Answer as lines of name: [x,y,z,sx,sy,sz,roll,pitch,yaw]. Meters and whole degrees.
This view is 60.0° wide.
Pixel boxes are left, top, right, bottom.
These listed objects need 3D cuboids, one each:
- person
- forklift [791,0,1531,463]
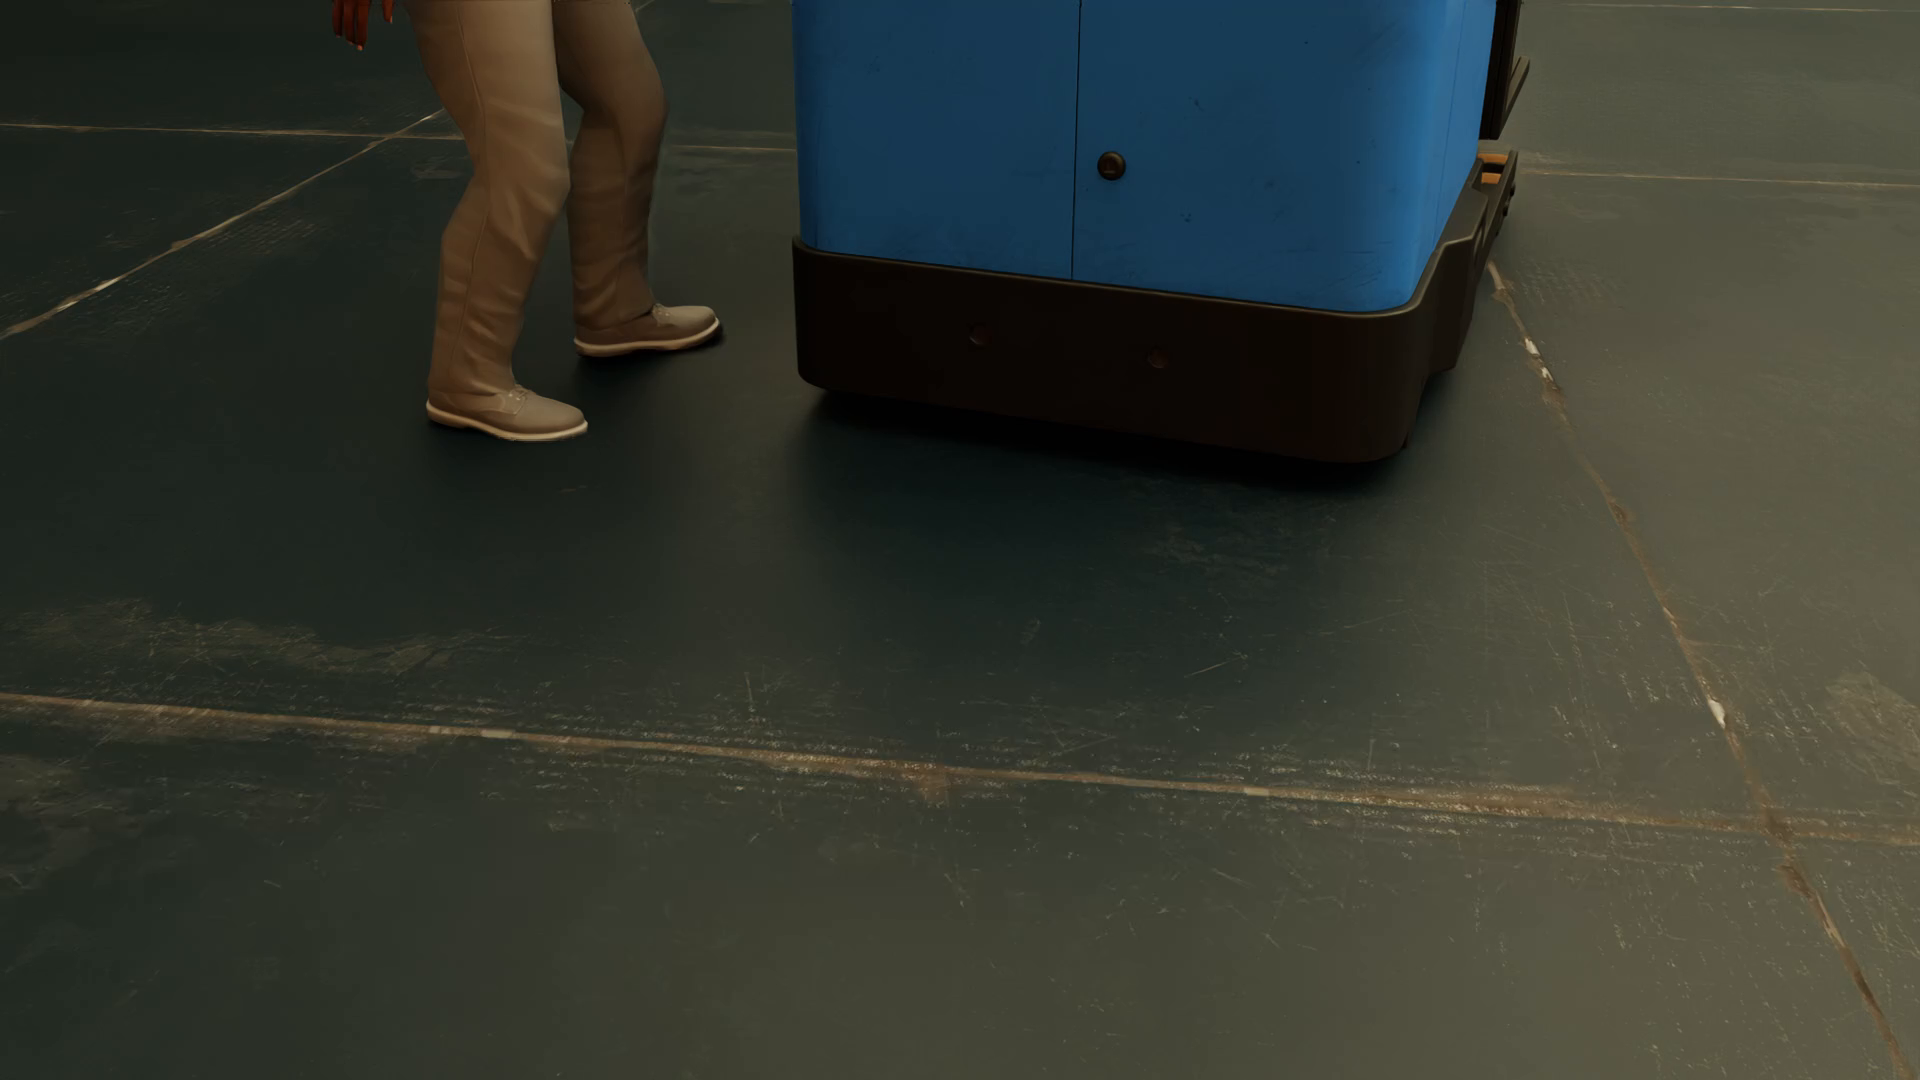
person: [-0.705,-0.979,2.657,0.404,1.632,0.793,5,27,10]
forklift: [0.720,-2.066,3.358,1.130,2.935,3.031,10,28,19]
